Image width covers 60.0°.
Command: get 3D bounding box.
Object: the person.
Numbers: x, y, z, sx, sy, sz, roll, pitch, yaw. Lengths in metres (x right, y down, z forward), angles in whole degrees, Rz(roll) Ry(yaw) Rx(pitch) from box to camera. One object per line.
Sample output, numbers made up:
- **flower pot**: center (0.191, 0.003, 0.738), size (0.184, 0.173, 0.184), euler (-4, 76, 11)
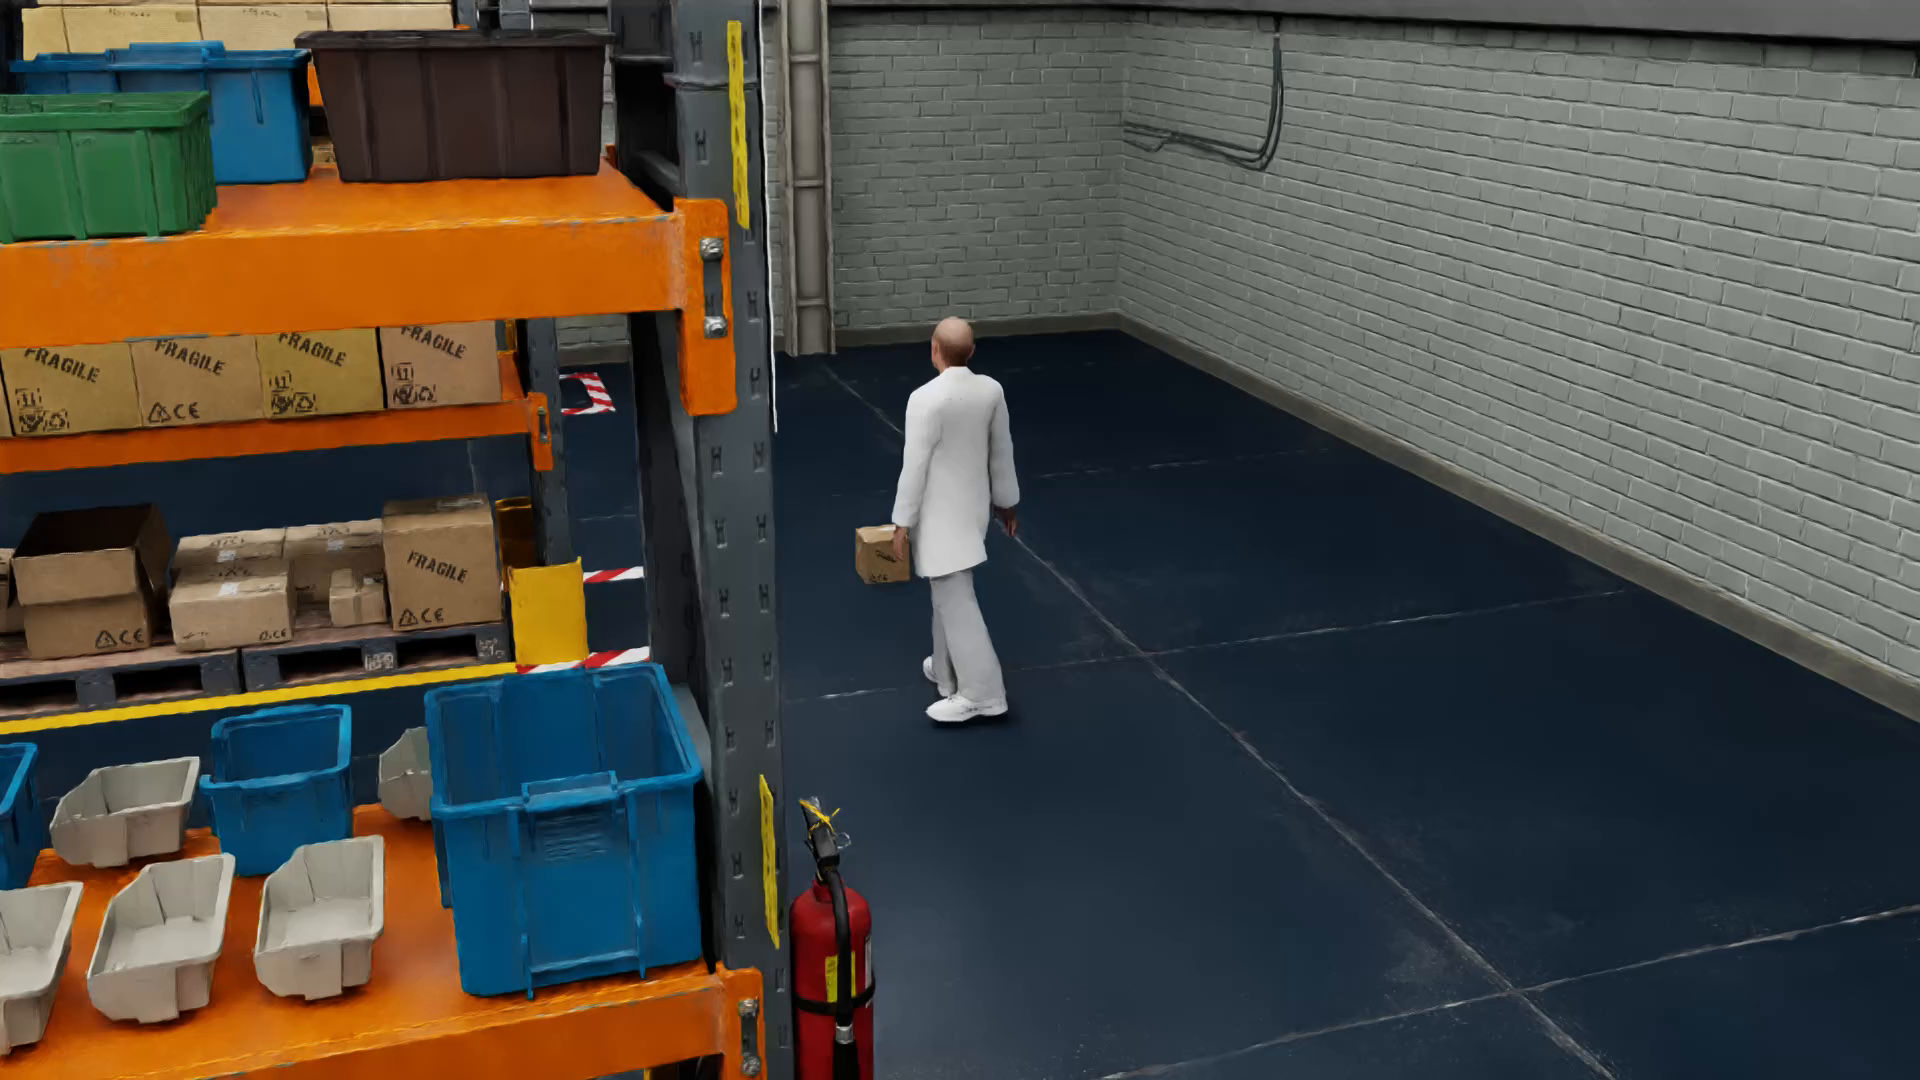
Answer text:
- **person**: center (-0.009, -0.108, 7.404), size (0.667, 1.771, 0.691), euler (16, 24, 38)
